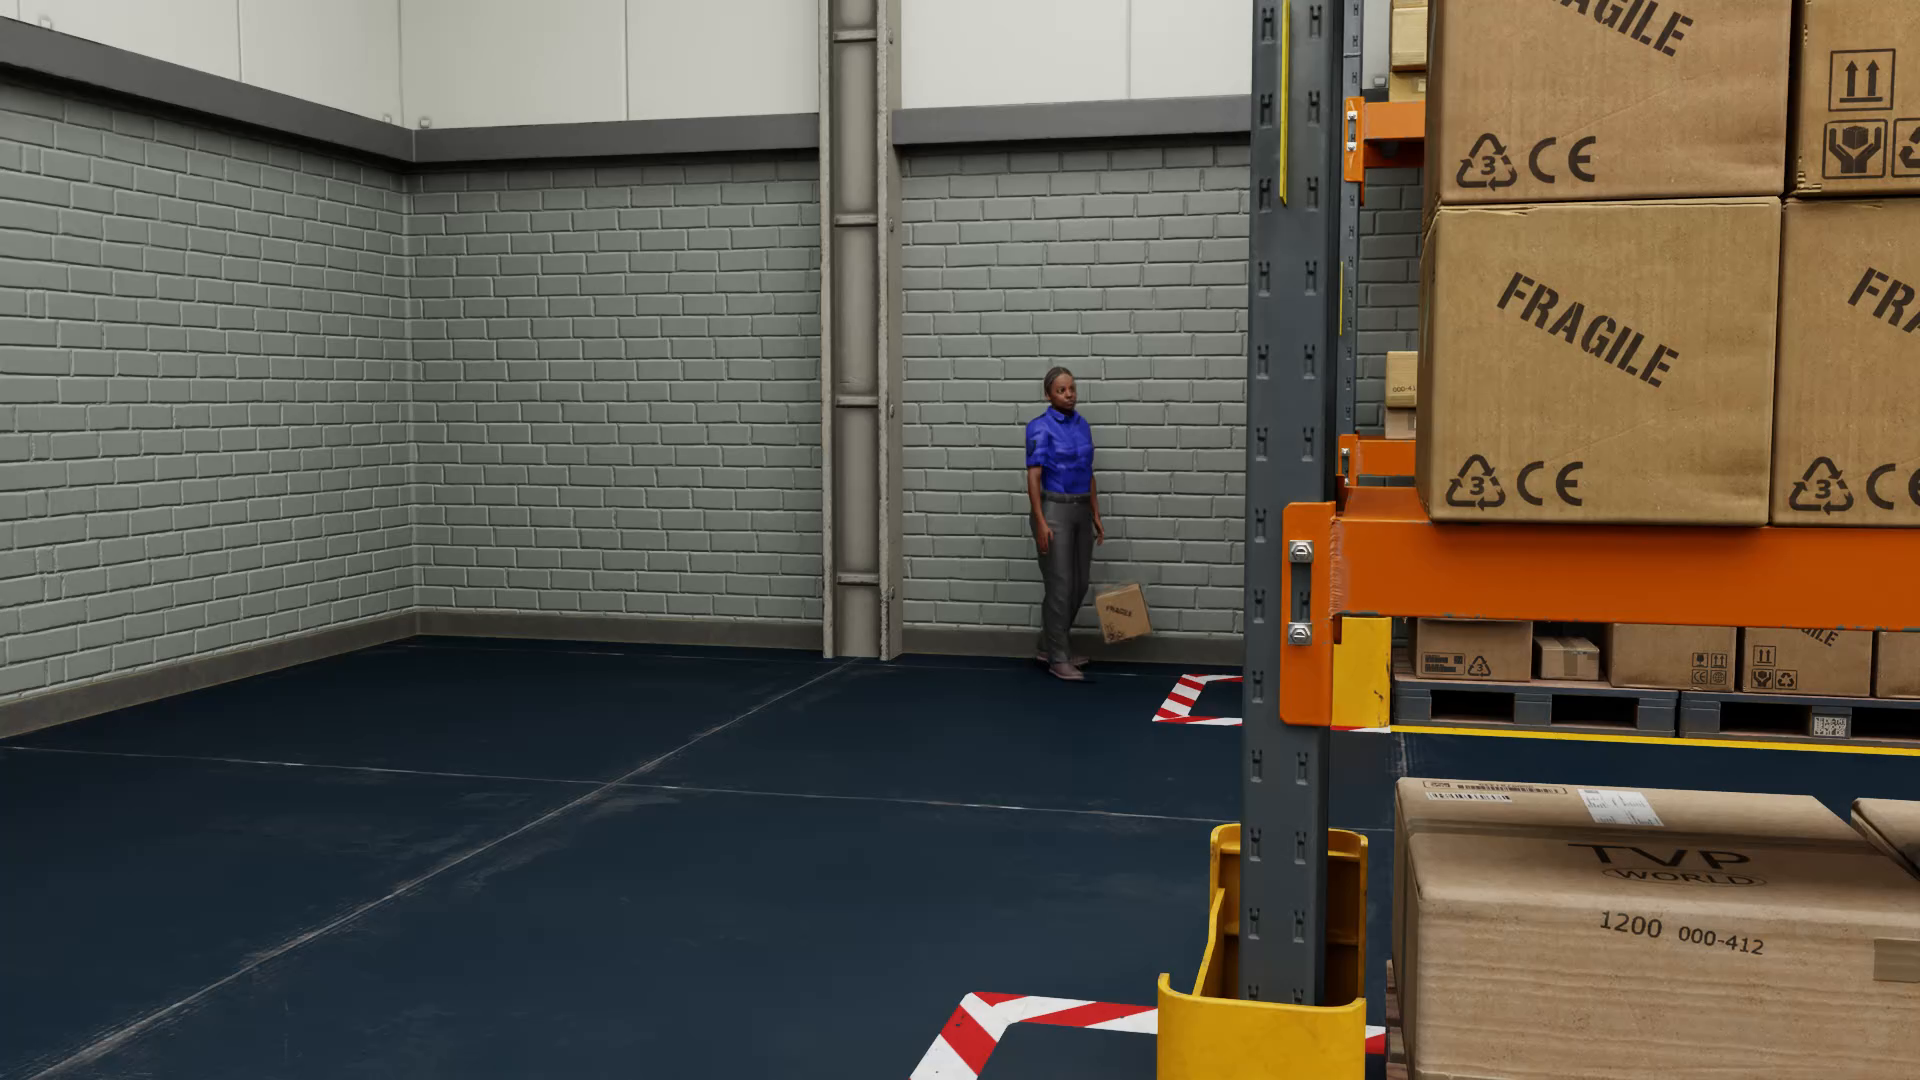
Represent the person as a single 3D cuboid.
[{"bbox_3d":[0.543,-0.097,8.919,0.543,1.657,0.494,-5,7,-44],"label":"person"}]
